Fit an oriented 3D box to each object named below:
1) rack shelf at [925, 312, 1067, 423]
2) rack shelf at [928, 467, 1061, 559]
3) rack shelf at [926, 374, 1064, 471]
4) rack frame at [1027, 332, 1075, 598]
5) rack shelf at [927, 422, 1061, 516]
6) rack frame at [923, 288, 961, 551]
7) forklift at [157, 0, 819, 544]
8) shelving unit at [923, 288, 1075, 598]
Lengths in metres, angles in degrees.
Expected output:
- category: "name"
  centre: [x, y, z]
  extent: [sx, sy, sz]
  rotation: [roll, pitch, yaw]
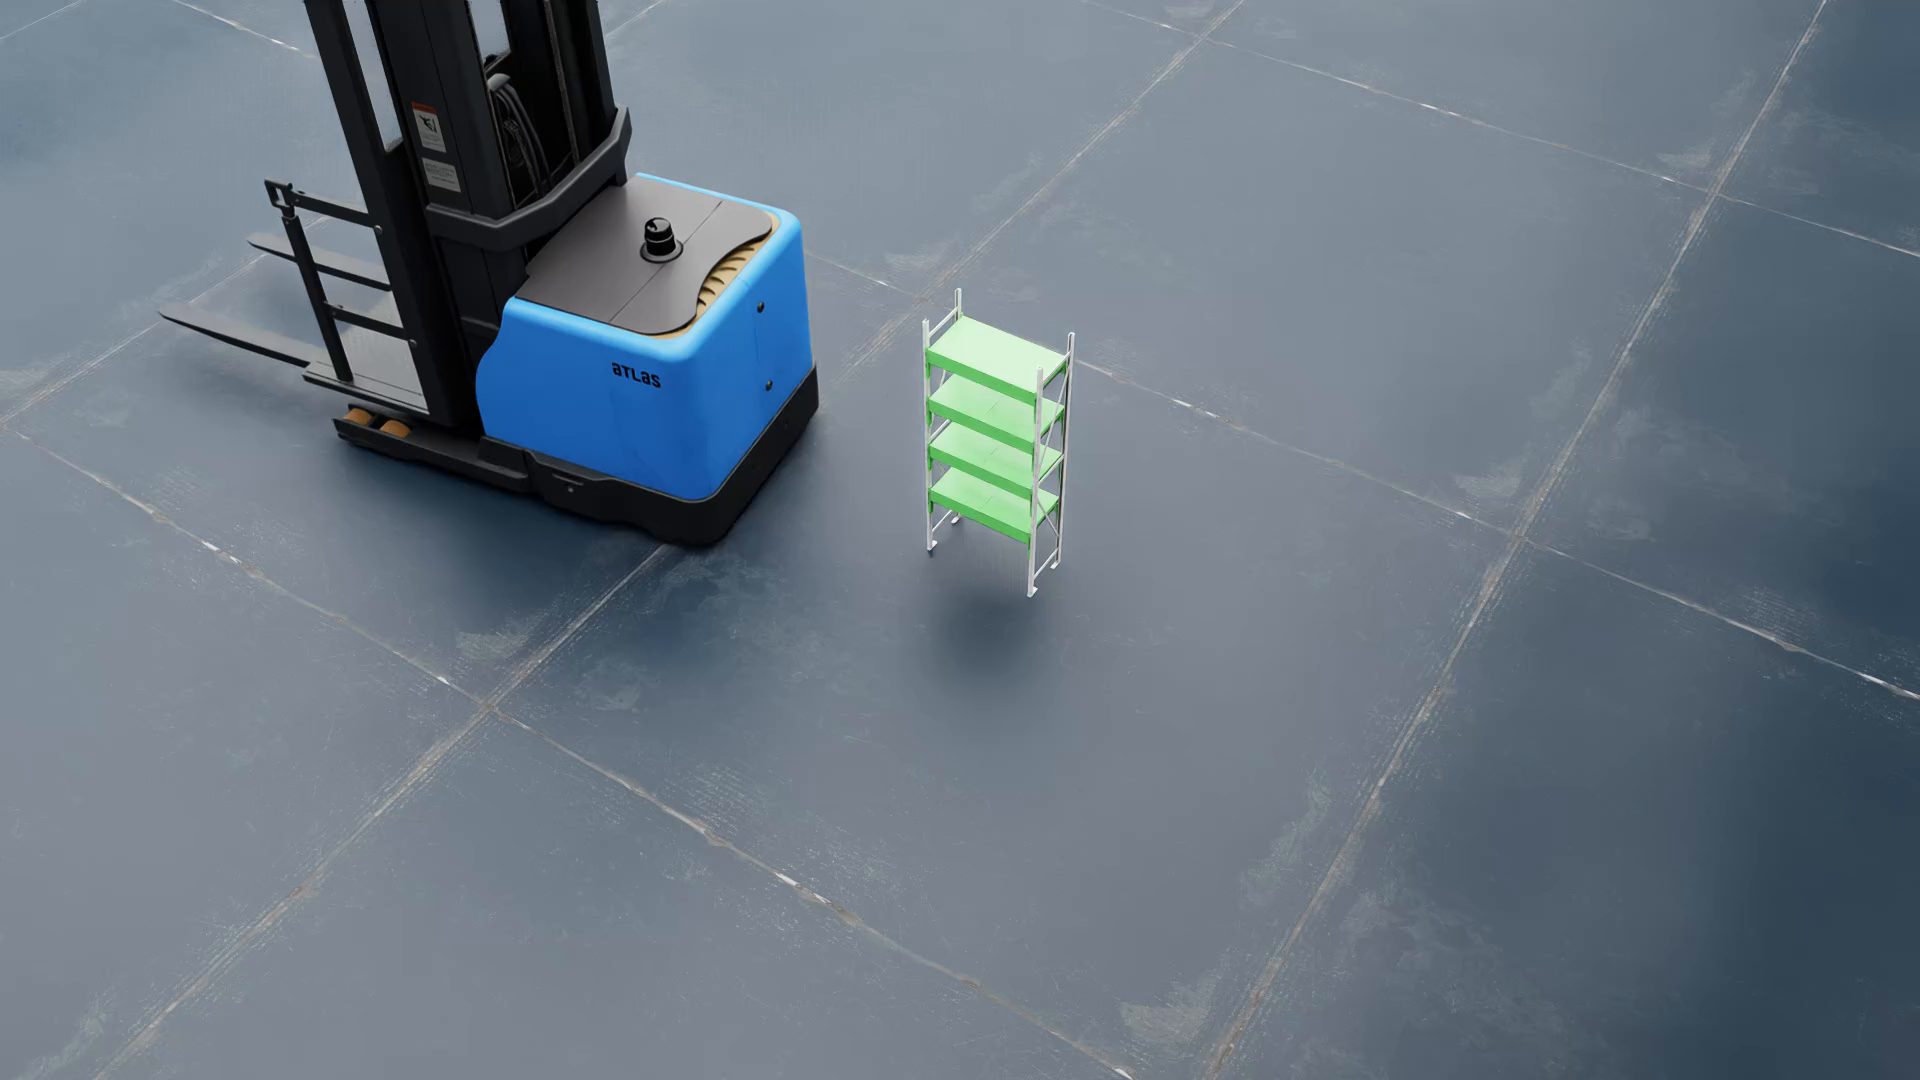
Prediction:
- category: "rack shelf"
  centre: [0.139, -0.644, 6.181]
  extent: [0.480, 0.148, 0.258]
  rotation: [25, 51, 22]
- category: "rack shelf"
  centre: [0.139, -0.142, 6.697]
  extent: [0.480, 0.148, 0.258]
  rotation: [25, 51, 22]
- category: "rack shelf"
  centre: [0.139, -0.477, 6.353]
  extent: [0.480, 0.148, 0.258]
  rotation: [25, 51, 22]
- category: "rack frame"
  centre: [0.345, -0.260, 6.387]
  extent: [0.015, 1.200, 0.240]
  rotation: [25, 51, 22]
- category: "rack shelf"
  centre: [0.139, -0.310, 6.525]
  extent: [0.480, 0.148, 0.258]
  rotation: [25, 51, 22]
- category: "rack frame"
  centre: [-0.066, -0.449, 6.571]
  extent: [0.015, 1.200, 0.240]
  rotation: [25, 51, 22]
- category: "forklift"
  centre: [-2.196, -1.710, 6.590]
  extent: [3.031, 2.935, 1.130]
  rotation: [17, 48, 16]
- category: "shelving unit"
  centre: [0.139, -0.354, 6.479]
  extent: [0.503, 1.200, 0.258]
  rotation: [25, 51, 22]
